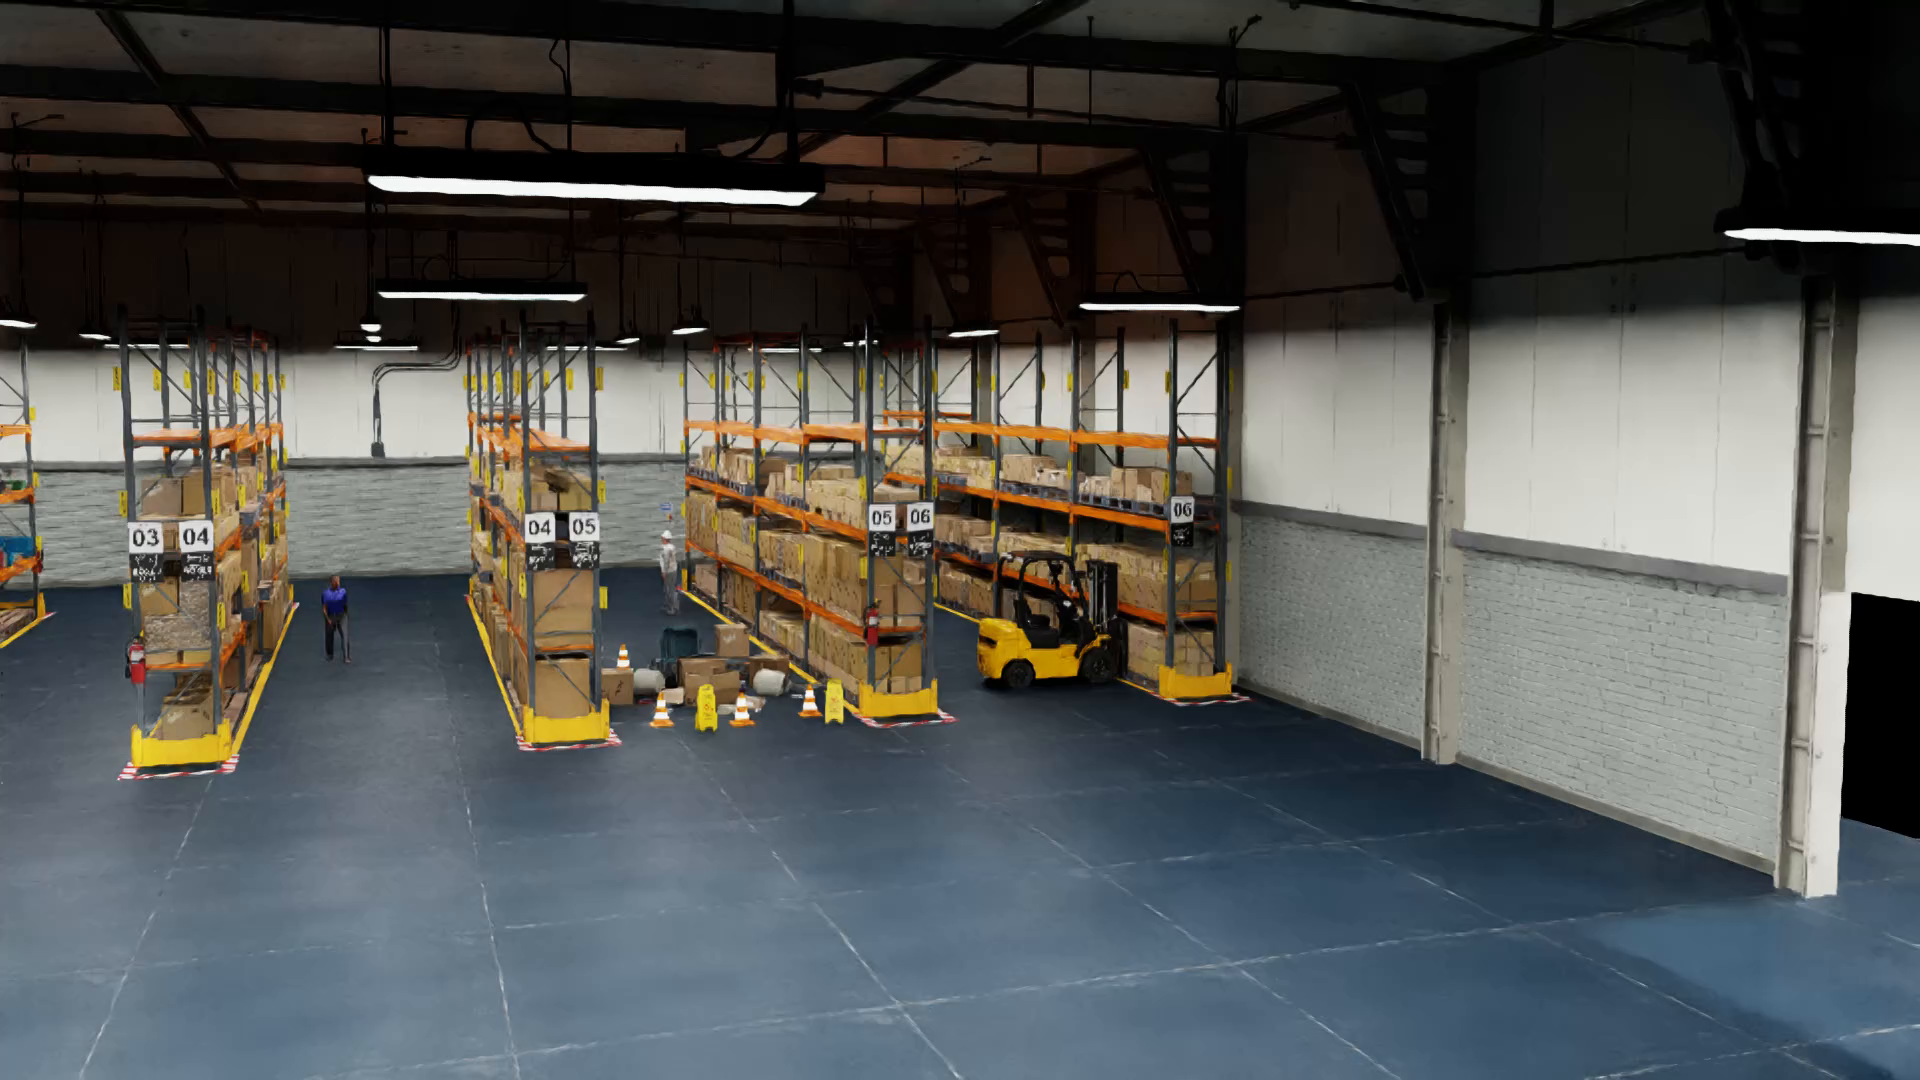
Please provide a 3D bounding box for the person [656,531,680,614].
[{"bbox_3d":[-6.340,0.690,36.009,0.553,1.771,0.606,0,5,-2],"label":"person"}]

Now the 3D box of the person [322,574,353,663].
[{"bbox_3d":[-11.126,1.390,29.615,0.443,1.587,0.997,-3,6,-27],"label":"person"}]
